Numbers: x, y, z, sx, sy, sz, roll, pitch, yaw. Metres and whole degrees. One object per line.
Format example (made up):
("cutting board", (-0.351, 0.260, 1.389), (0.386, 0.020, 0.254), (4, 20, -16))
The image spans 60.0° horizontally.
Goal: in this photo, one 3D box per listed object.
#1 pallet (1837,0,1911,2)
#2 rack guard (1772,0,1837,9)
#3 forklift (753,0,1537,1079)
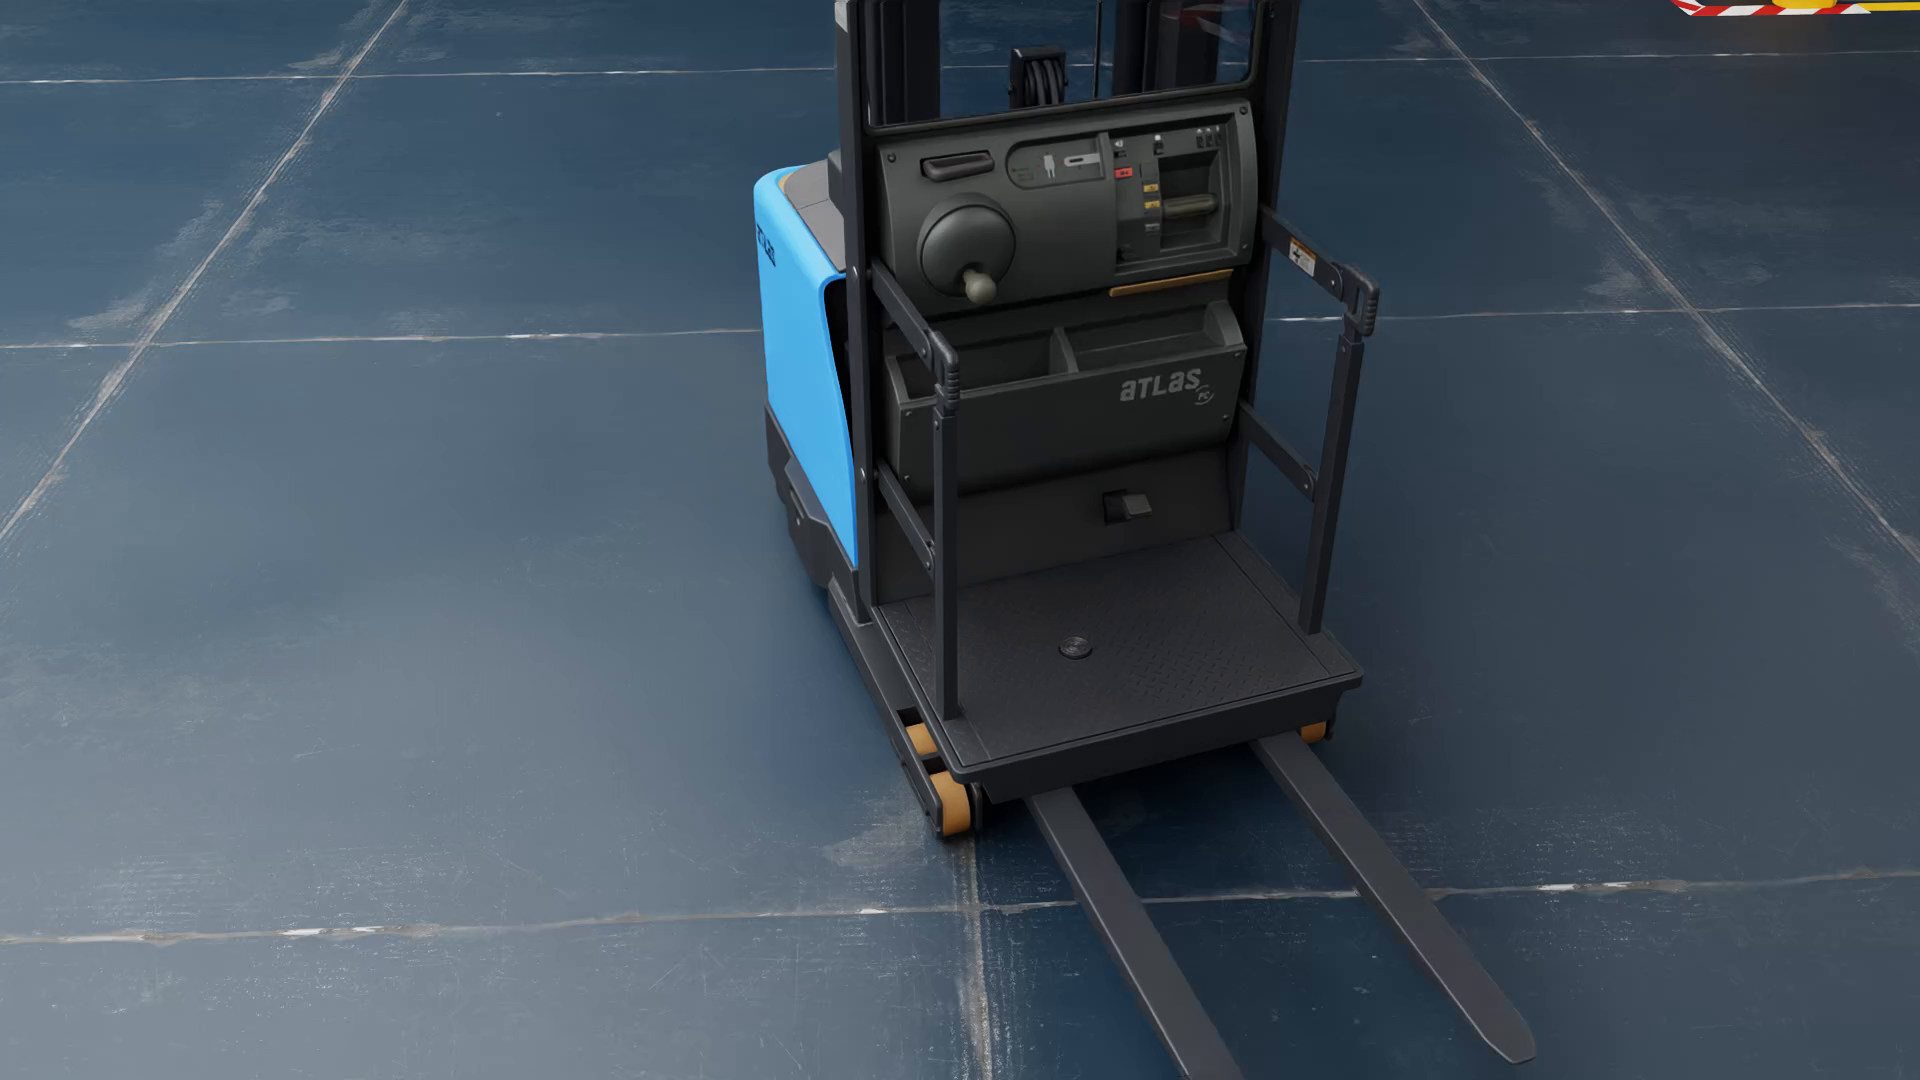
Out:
("pallet", (5.750, -3.582, 10.240), (1.213, 0.211, 1.003), (-2, 35, -2))
("rack guard", (4.964, -3.656, 10.093), (0.348, 0.500, 1.175), (-2, 35, -2))
("forklift", (0.343, -0.728, 3.726), (1.130, 2.935, 3.031), (-11, 36, -16))
